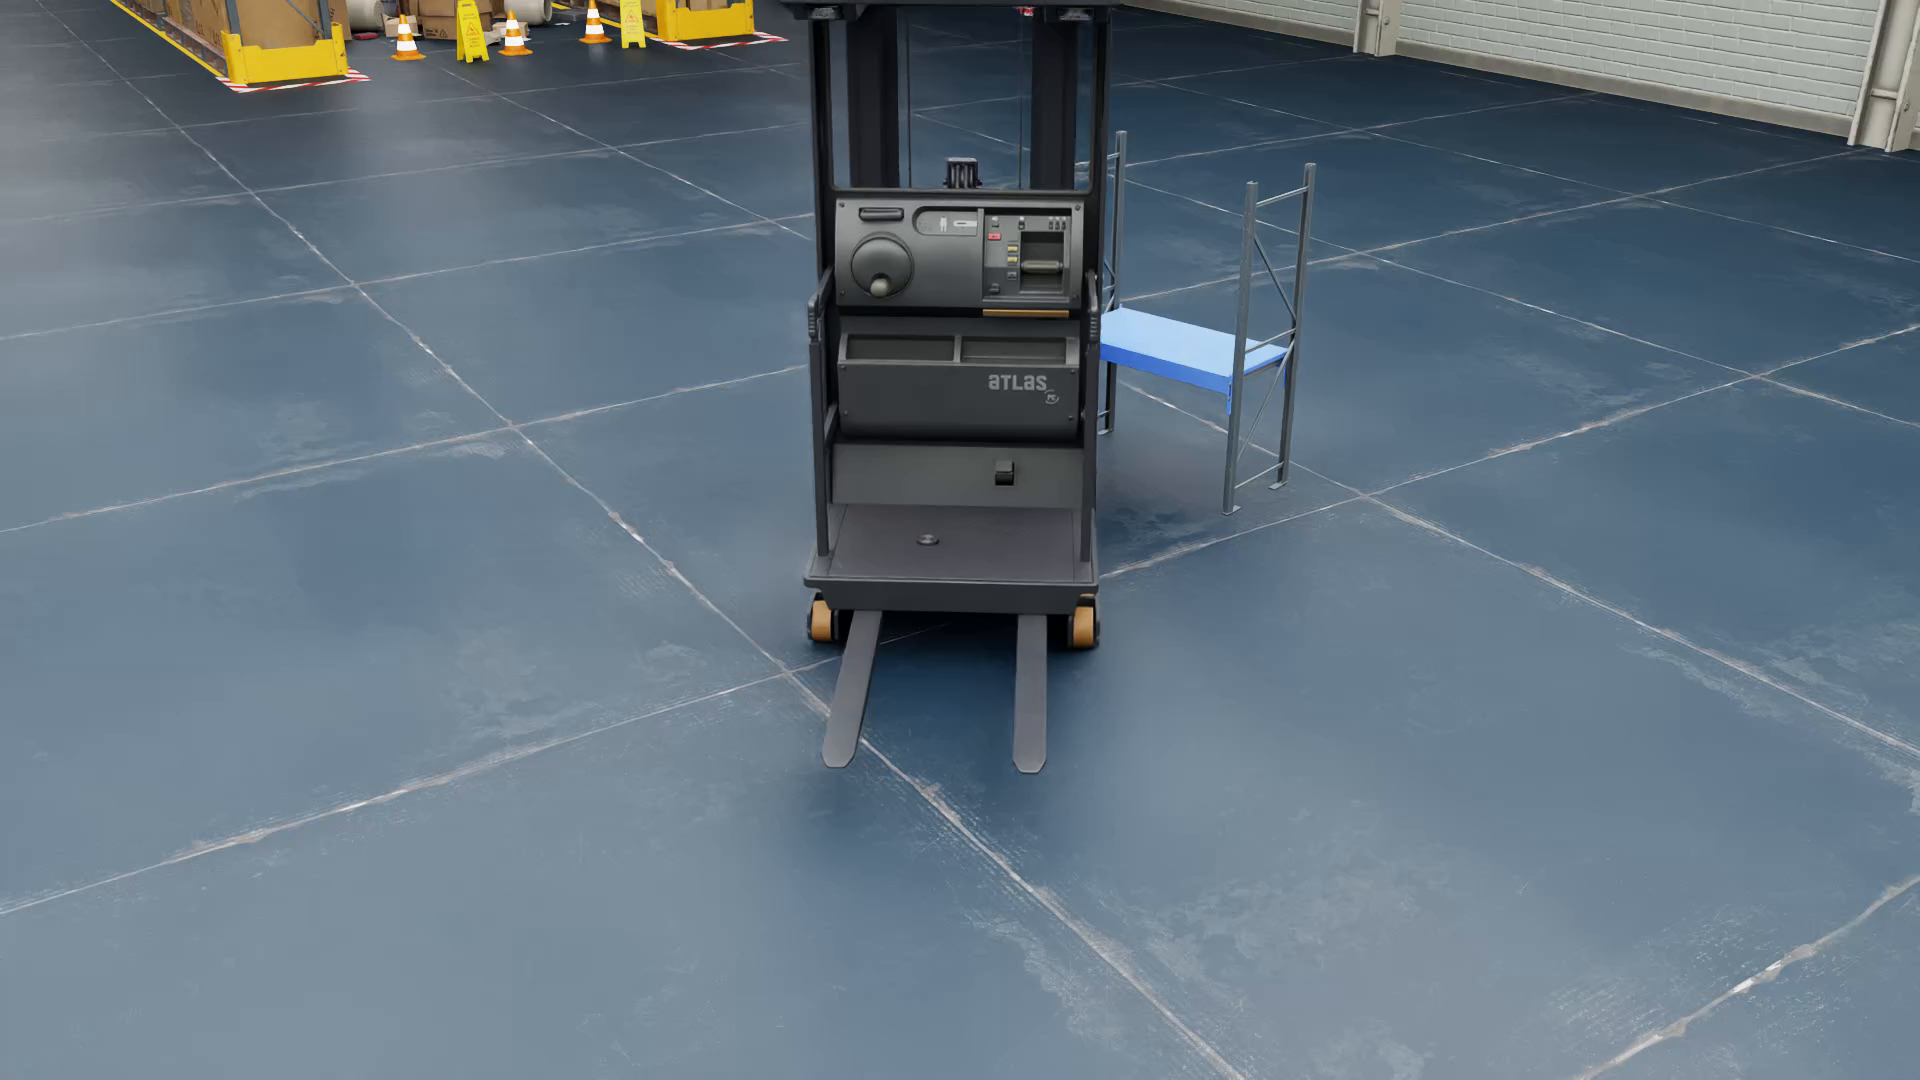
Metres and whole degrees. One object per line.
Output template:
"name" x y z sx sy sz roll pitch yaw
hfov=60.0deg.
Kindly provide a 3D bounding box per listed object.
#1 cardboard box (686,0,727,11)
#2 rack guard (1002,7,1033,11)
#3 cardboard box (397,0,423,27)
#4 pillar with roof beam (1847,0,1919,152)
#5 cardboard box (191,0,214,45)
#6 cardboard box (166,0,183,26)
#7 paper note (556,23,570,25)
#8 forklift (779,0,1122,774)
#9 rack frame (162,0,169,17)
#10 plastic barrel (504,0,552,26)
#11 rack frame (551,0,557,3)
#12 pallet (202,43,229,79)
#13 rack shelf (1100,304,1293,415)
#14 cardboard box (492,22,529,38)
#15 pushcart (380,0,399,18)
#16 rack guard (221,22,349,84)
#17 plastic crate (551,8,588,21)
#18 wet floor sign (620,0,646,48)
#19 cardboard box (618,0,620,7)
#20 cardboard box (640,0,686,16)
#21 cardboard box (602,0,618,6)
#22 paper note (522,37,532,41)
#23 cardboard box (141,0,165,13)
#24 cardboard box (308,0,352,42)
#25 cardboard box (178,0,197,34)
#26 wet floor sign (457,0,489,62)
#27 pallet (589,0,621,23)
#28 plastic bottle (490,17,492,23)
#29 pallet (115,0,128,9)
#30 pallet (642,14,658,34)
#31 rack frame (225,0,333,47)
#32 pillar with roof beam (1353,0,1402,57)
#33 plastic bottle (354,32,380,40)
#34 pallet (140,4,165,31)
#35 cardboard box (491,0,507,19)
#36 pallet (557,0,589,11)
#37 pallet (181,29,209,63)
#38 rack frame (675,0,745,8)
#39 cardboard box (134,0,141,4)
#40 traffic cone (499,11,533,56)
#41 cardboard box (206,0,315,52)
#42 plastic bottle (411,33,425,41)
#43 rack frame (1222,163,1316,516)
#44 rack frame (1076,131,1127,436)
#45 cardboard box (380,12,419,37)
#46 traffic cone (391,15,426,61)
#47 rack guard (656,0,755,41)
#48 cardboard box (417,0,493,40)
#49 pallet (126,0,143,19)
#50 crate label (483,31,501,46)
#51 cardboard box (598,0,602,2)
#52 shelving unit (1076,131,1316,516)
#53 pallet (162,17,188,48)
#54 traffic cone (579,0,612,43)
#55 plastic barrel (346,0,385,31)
"cardboard box" -3.254 -6.779 20.825 0.500 0.250 0.500 -16 30 -30
"rack guard" 1.125 -7.499 22.549 1.175 0.500 0.348 -16 29 -30
"cardboard box" -6.643 -6.783 20.870 0.797 0.637 0.503 -16 29 -30
"pillar with roof beam" 4.431 -6.514 10.508 9.100 9.000 0.400 -16 29 -30
"cardboard box" -8.045 -6.060 18.571 0.875 0.875 0.875 -16 30 -30
"cardboard box" -9.036 -6.708 19.944 0.875 0.875 0.875 -15 29 -29
"paper note" -5.039 -6.556 21.102 0.148 0.019 0.142 18 31 33
"forklift" -0.012 -1.051 6.042 1.130 2.935 3.031 1 25 3
"rack frame" -9.321 -7.721 20.091 1.000 3.000 0.127 -16 29 -30
"plastic barrel" -5.441 -6.701 20.948 0.512 0.421 0.421 3 25 6
"rack frame" -5.229 -8.910 22.611 1.000 3.000 0.127 -16 29 -30
"pallet" -7.639 -5.297 18.223 1.003 0.211 1.213 -16 29 -30
"rack shelf" 0.981 -0.852 7.719 1.000 0.185 0.538 21 32 37
"cardboard box" -5.453 -6.188 20.184 0.380 0.149 0.250 -1 25 -3
"pushcart" -7.112 -7.175 22.007 0.936 0.377 1.648 18 31 33
"rack guard" -7.124 -5.151 17.576 1.175 0.500 0.348 -16 29 -30
"plastic crate" -5.059 -6.837 21.640 0.583 0.080 0.402 18 31 33
"wet floor sign" -3.838 -6.098 19.411 0.267 0.644 0.232 -6 26 -12
"cardboard box" -3.988 -6.840 20.954 0.500 0.250 0.500 -15 29 -29
"cardboard box" -3.725 -6.661 20.576 0.500 0.250 0.500 -16 29 -30
"cardboard box" -4.278 -7.026 21.348 0.500 0.250 0.500 -17 30 -31
"paper note" -5.229 -6.011 19.948 0.142 0.019 0.148 18 31 33
"cardboard box" -9.735 -7.094 20.907 1.050 0.750 0.750 -16 29 -30
"cardboard box" -7.614 -6.275 19.954 0.500 0.500 0.500 -10 27 -21
"cardboard box" -8.541 -6.387 19.263 0.875 0.875 0.875 -15 29 -29
"wet floor sign" -5.462 -5.676 18.518 0.267 0.644 0.232 -22 33 -38
"pallet" -4.162 -6.981 21.790 1.003 0.211 1.213 -16 29 -30
"plastic bottle" -6.095 -6.683 21.335 0.133 0.061 0.283 -10 27 -21
"pallet" -11.137 -7.591 23.082 1.003 0.211 1.213 -16 29 -30
"pallet" -3.500 -6.545 20.866 1.003 0.211 1.213 -16 29 -30
"rack frame" -7.137 -6.290 17.060 1.000 3.000 0.127 -16 29 -30
"pillar with roof beam" 1.155 -8.660 15.054 9.100 9.000 0.400 -16 29 -30
"plastic bottle" -7.146 -6.079 20.057 0.133 0.061 0.283 18 31 33
"pallet" -9.805 -6.718 21.234 1.003 0.211 1.213 -16 29 -30
"cardboard box" -5.784 -7.081 21.661 0.500 0.500 0.500 3 25 6
"pallet" -4.832 -7.417 22.715 1.003 0.211 1.213 -16 29 -30
"pallet" -8.301 -5.733 19.146 1.003 0.211 1.213 -16 29 -30
"rack frame" -3.045 -7.480 19.580 1.000 3.000 0.127 -16 29 -30
"cardboard box" -10.258 -7.440 21.640 1.050 0.750 0.750 -16 29 -30
"traffic cone" -5.105 -5.805 19.005 0.336 0.463 0.334 -16 29 -30
"cardboard box" -7.563 -5.746 17.905 0.875 0.875 0.875 -15 29 -29
"plastic bottle" -6.579 -6.051 19.996 0.283 0.061 0.133 18 31 33
"rack frame" 1.359 -0.869 7.335 0.032 1.500 0.500 21 32 37
"rack frame" 0.603 -1.160 7.950 0.032 1.500 0.500 21 32 37
"cardboard box" -6.839 -6.299 20.281 0.396 0.266 0.258 -10 27 -21
"traffic cone" -6.237 -5.664 18.705 0.336 0.463 0.334 -16 29 -30
"rack guard" -3.087 -6.376 20.172 1.175 0.500 0.348 -16 29 -30
"cardboard box" -6.125 -6.389 20.194 0.637 0.503 0.797 7 26 15
"pallet" -10.475 -7.155 22.159 1.003 0.211 1.213 -16 29 -30
"crate label" -5.586 -5.925 19.640 0.298 0.136 0.250 12 28 24
"cardboard box" -4.540 -7.205 21.729 0.500 0.250 0.500 -16 30 -30
"shelving unit" 0.981 -1.015 7.642 1.048 1.500 0.538 21 32 37
"pallet" -8.971 -6.169 20.071 1.003 0.211 1.213 -16 29 -30
"traffic cone" -4.361 -6.186 19.811 0.336 0.463 0.334 -16 29 -30
"plastic barrel" -7.416 -6.507 20.539 0.512 0.421 0.421 3 25 6
